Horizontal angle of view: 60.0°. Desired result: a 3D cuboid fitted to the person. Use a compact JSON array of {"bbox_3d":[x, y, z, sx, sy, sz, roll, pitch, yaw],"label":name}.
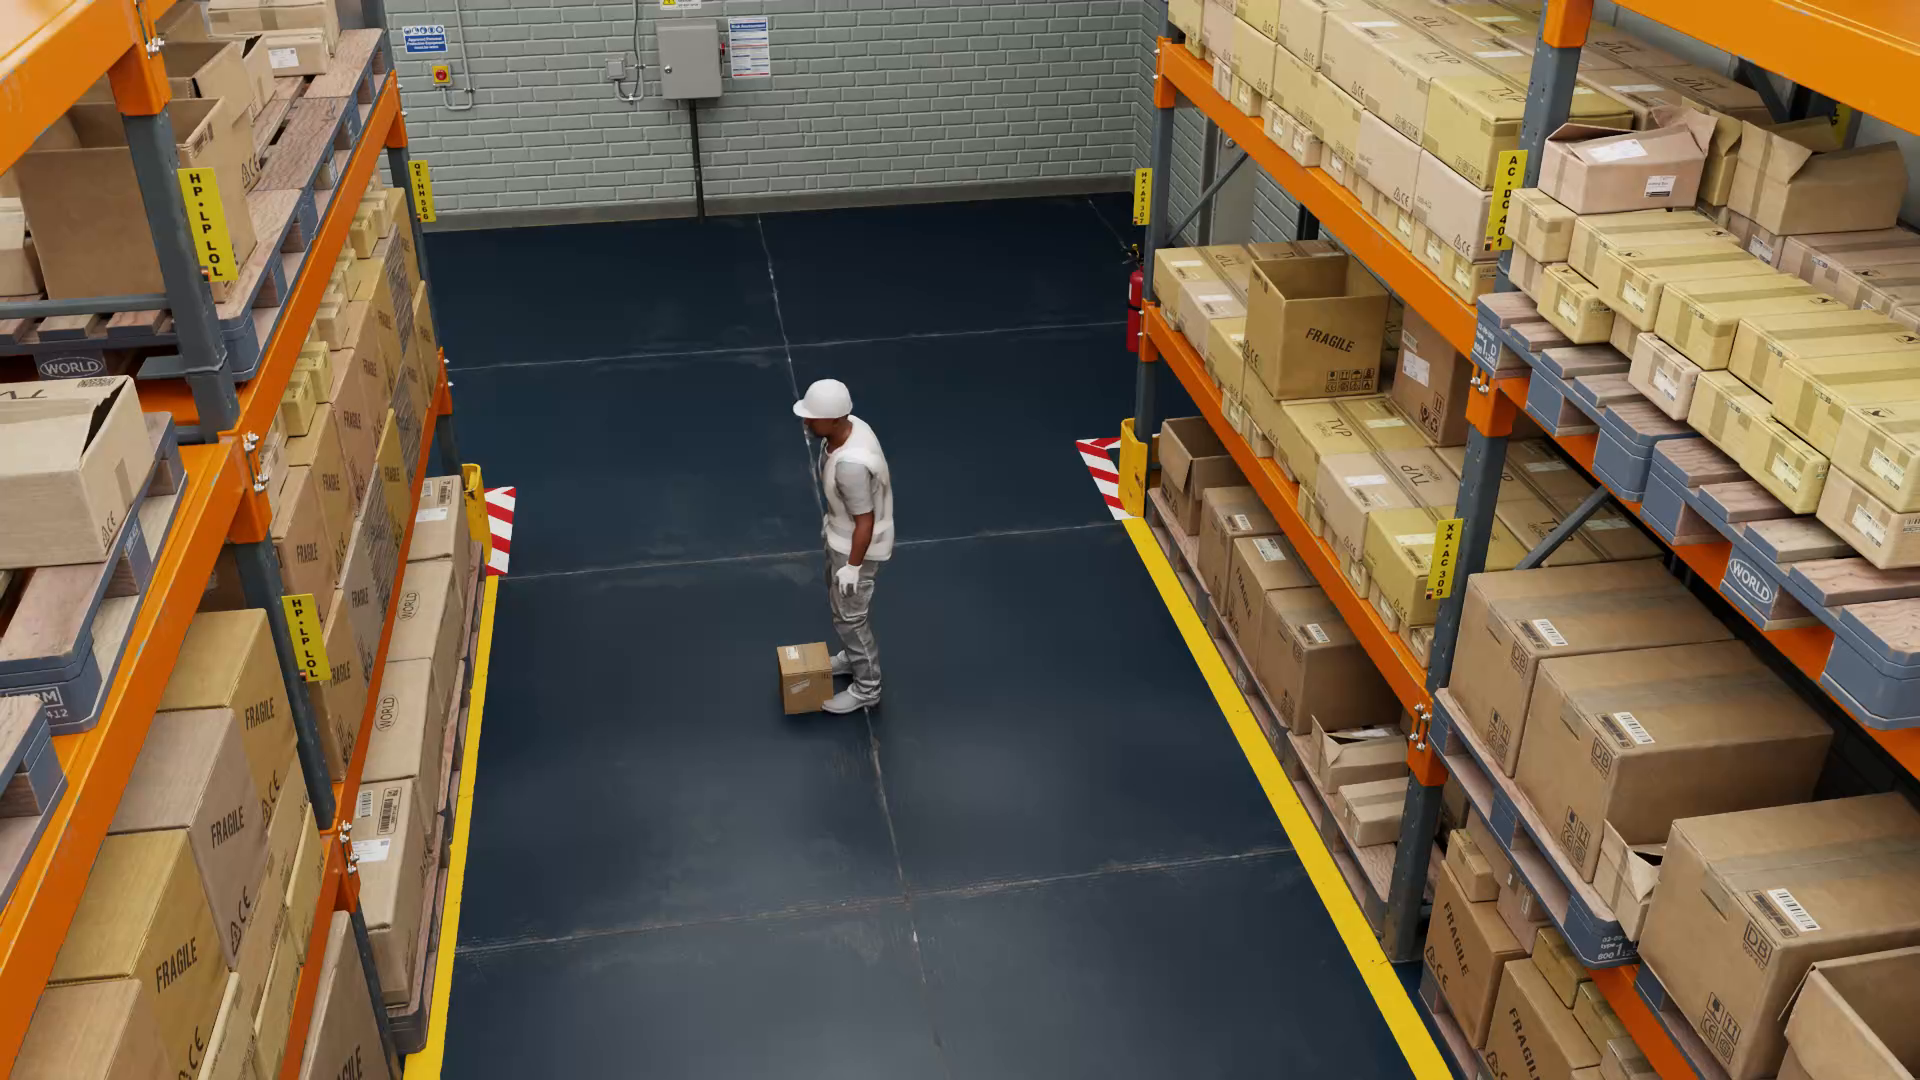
[{"bbox_3d":[-0.554,0.013,8.106,0.448,1.774,0.616,-6,31,-10],"label":"person"}]
